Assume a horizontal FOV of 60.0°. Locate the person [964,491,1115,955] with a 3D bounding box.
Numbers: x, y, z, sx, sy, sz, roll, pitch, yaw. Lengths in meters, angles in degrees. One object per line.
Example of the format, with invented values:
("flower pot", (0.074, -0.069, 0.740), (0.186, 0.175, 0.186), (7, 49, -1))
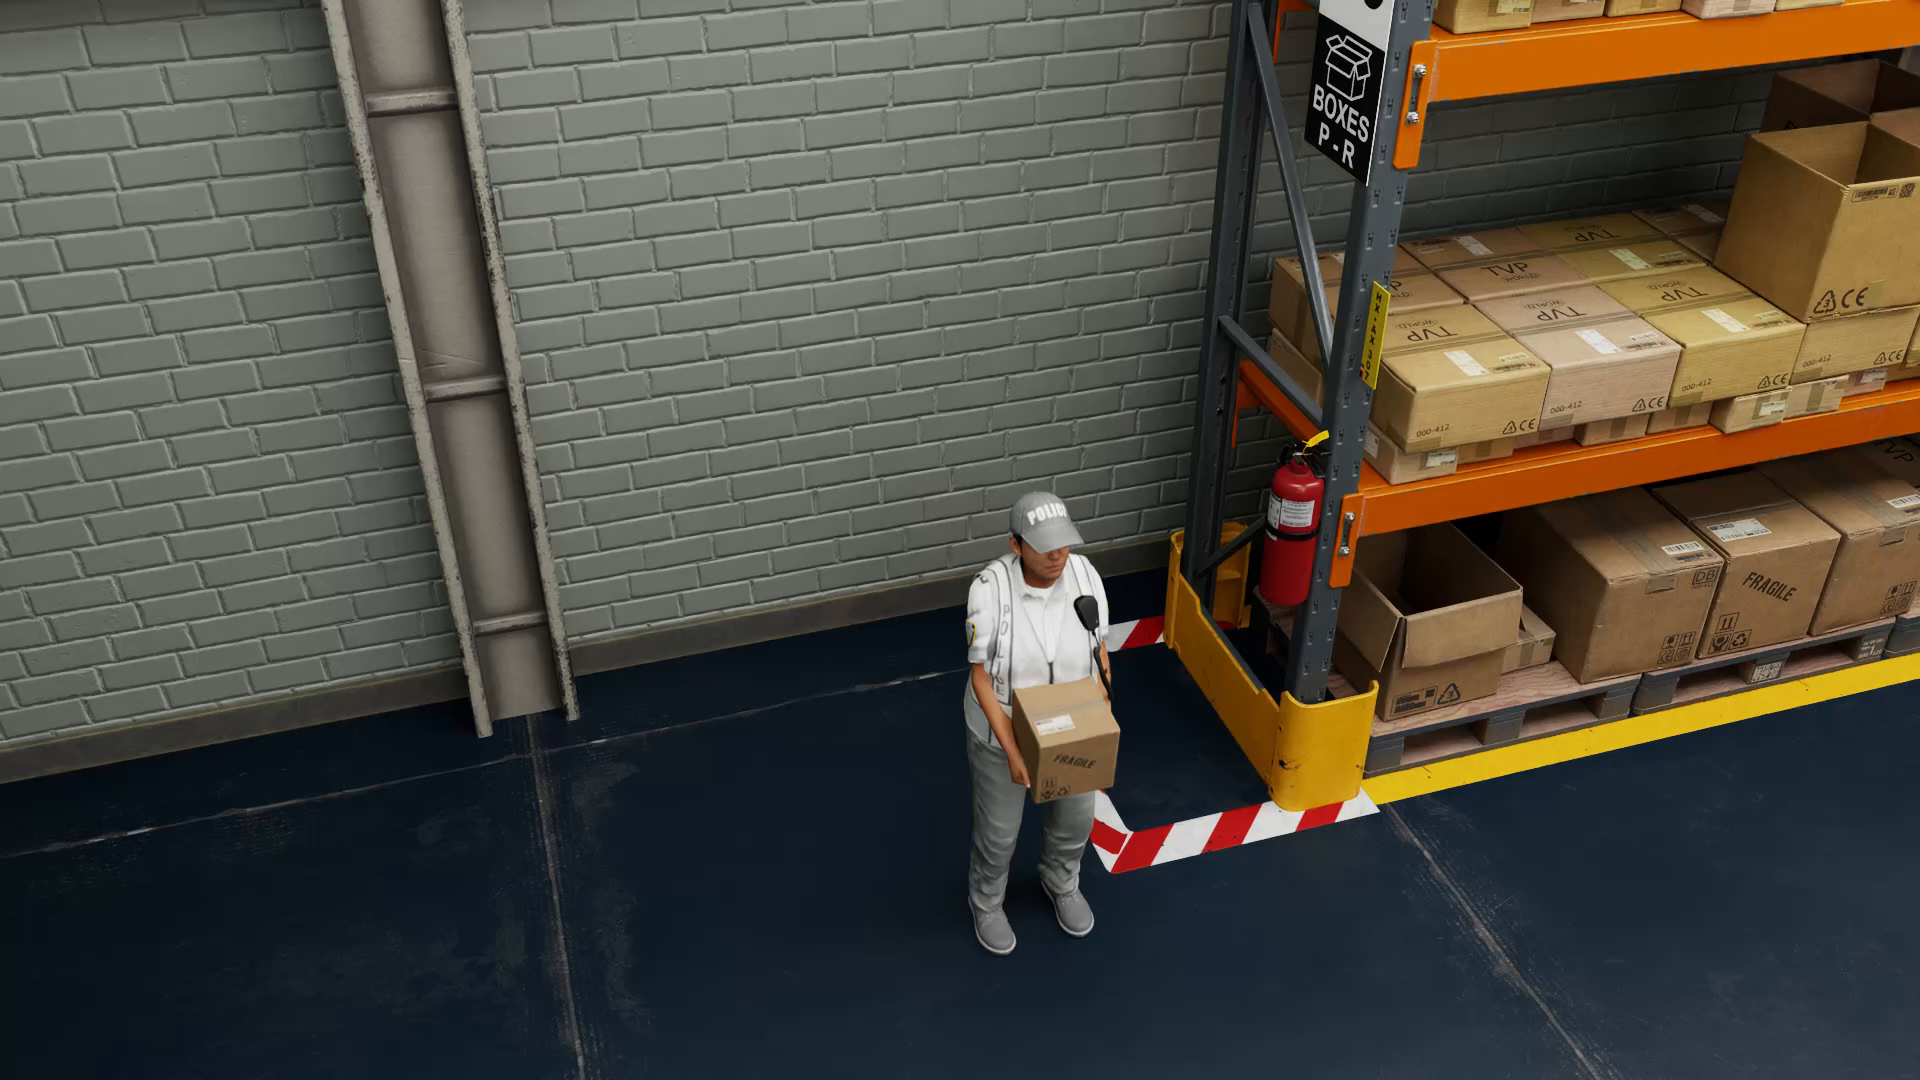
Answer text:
("person", (0.260, 0.627, 5.223), (0.453, 1.653, 0.541), (-10, 35, -14))
